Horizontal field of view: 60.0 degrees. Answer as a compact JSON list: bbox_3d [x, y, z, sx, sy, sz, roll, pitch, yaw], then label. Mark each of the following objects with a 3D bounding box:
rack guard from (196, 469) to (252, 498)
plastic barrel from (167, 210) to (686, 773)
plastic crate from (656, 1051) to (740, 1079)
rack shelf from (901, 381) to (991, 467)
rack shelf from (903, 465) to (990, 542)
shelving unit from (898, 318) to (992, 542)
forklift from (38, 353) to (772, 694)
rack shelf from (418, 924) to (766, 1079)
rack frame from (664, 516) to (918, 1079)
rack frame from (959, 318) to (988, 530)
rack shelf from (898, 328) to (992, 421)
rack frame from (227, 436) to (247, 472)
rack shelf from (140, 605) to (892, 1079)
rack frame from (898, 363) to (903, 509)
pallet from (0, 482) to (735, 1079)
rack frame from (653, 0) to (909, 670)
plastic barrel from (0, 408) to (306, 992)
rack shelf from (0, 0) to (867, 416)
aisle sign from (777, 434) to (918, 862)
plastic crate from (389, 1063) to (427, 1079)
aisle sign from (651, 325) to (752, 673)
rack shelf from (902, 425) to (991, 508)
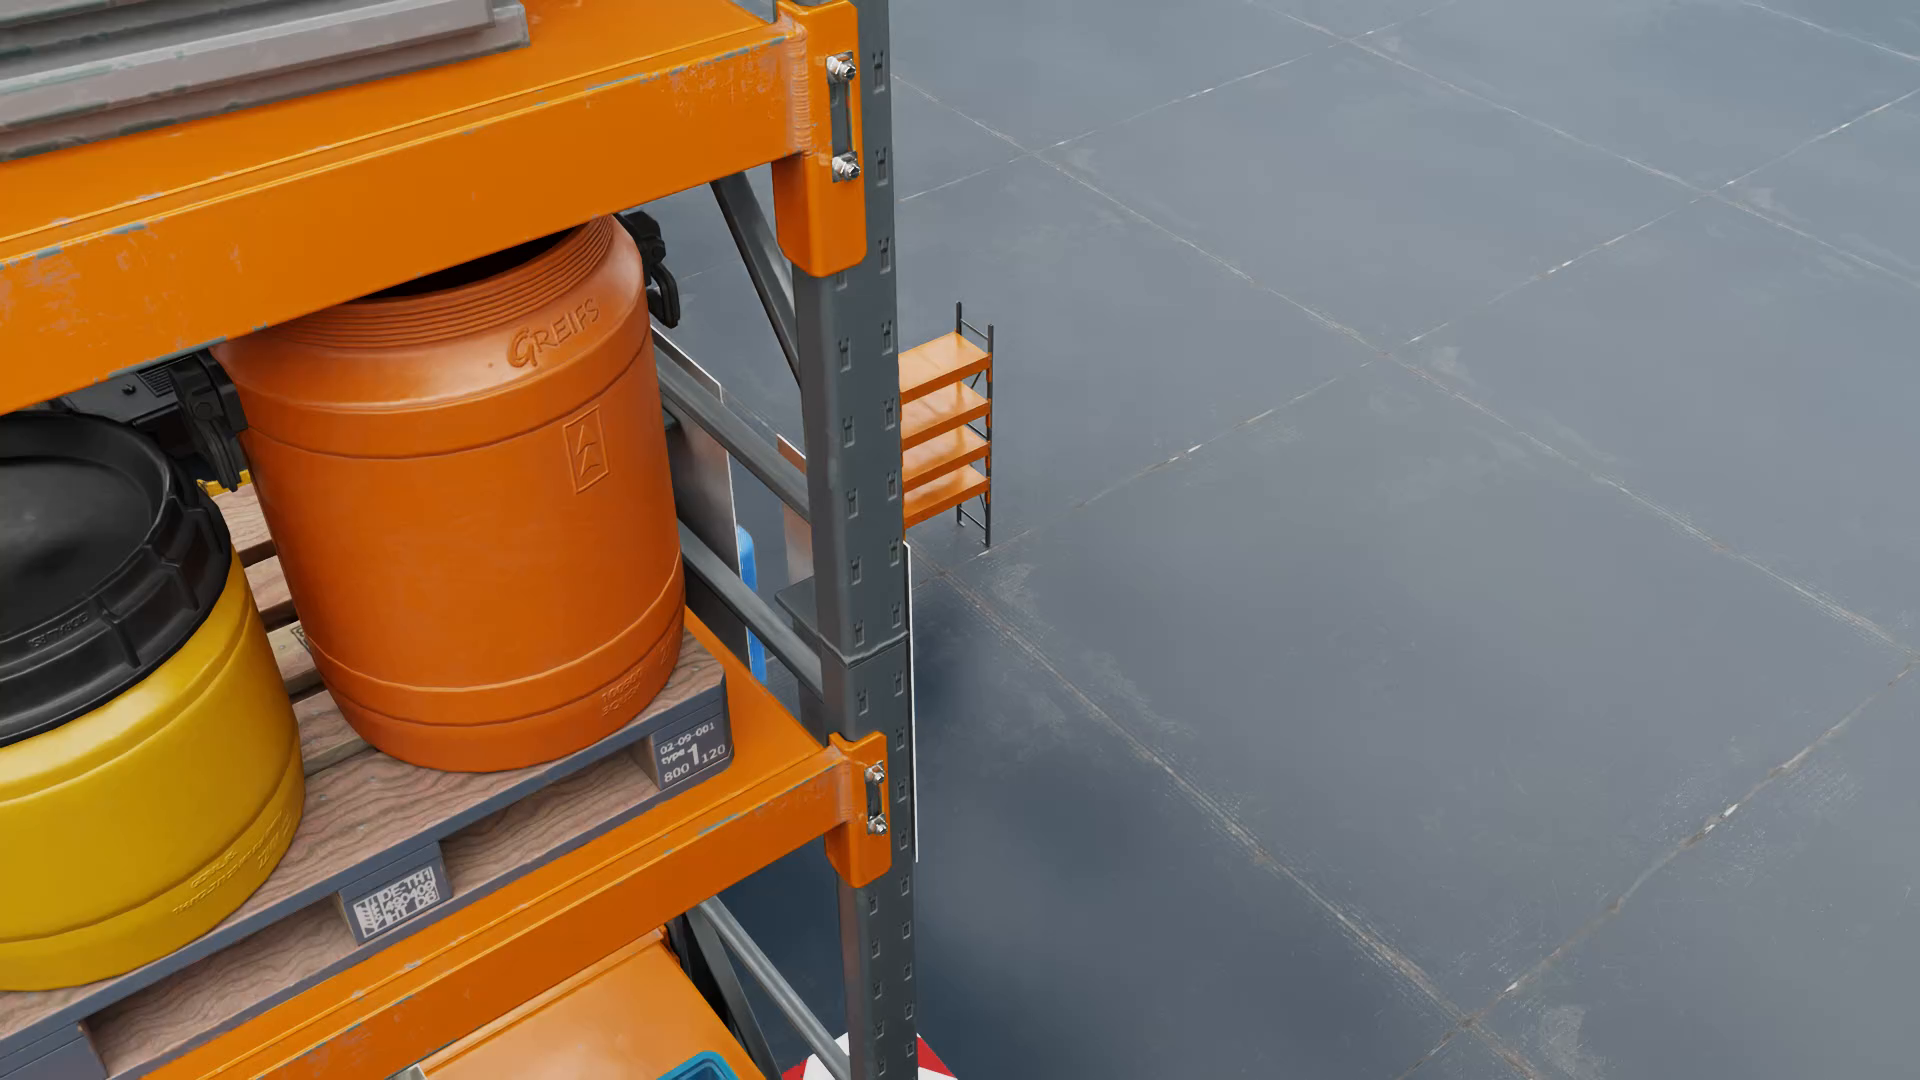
[{"bbox_3d":[-3.519,-0.395,7.837,0.348,0.500,1.175,-26,46,-28],"label":"rack guard"},{"bbox_3d":[-0.749,-0.136,2.517,0.708,0.830,0.600,-26,46,-28],"label":"plastic barrel"},{"bbox_3d":[-0.655,1.501,3.672,0.616,0.251,0.499,-26,46,-28],"label":"plastic crate"},{"bbox_3d":[-0.131,-0.521,7.192,0.480,0.148,0.258,-26,46,-28],"label":"rack shelf"},{"bbox_3d":[-0.131,-0.194,7.460,0.480,0.148,0.258,-26,46,-28],"label":"rack shelf"},{"bbox_3d":[-0.133,-0.399,7.290,0.499,1.200,0.258,-26,46,-28],"label":"shelving unit"},{"bbox_3d":[-9.256,-3.475,9.675,5.886,2.935,18.991,-30,48,-31],"label":"forklift"},{"bbox_3d":[-2.027,2.151,3.330,4.000,0.370,1.077,-26,46,-28],"label":"rack shelf"},{"bbox_3d":[-0.441,1.100,4.044,0.127,3.000,1.000,-26,46,-28],"label":"rack frame"},{"bbox_3d":[0.062,-0.495,7.407,0.006,1.046,0.228,-26,46,-28],"label":"rack frame"},{"bbox_3d":[-0.131,-0.704,7.042,0.480,0.148,0.258,-26,46,-28],"label":"rack shelf"},{"bbox_3d":[-3.459,-1.391,7.080,0.127,3.000,1.000,-26,46,-28],"label":"rack frame"},{"bbox_3d":[-2.027,0.991,2.379,4.000,0.370,1.077,-26,46,-28],"label":"rack shelf"},{"bbox_3d":[-0.325,-0.306,7.176,0.015,1.200,0.240,-26,46,-28],"label":"rack frame"},{"bbox_3d":[-1.156,0.284,2.823,1.213,0.211,1.003,-26,46,-28],"label":"pallet"},{"bbox_3d":[-0.441,-1.219,2.141,0.127,3.000,1.000,-26,46,-28],"label":"rack frame"},{"bbox_3d":[-1.267,0.210,2.285,0.600,0.588,0.600,0,39,0],"label":"plastic barrel"},{"bbox_3d":[-2.027,-0.014,1.554,4.000,0.370,1.077,-26,46,-28],"label":"rack shelf"},{"bbox_3d":[-0.203,0.216,3.071,0.004,0.787,0.394,-26,46,-28],"label":"aisle sign"},{"bbox_3d":[-1.346,1.386,3.903,0.250,0.136,0.298,-26,46,-28],"label":"plastic crate"},{"bbox_3d":[-0.562,-0.080,3.433,0.004,0.787,0.394,-26,46,-28],"label":"aisle sign"},{"bbox_3d":[-0.131,-0.348,7.334,0.480,0.148,0.258,-26,46,-28],"label":"rack shelf"}]
